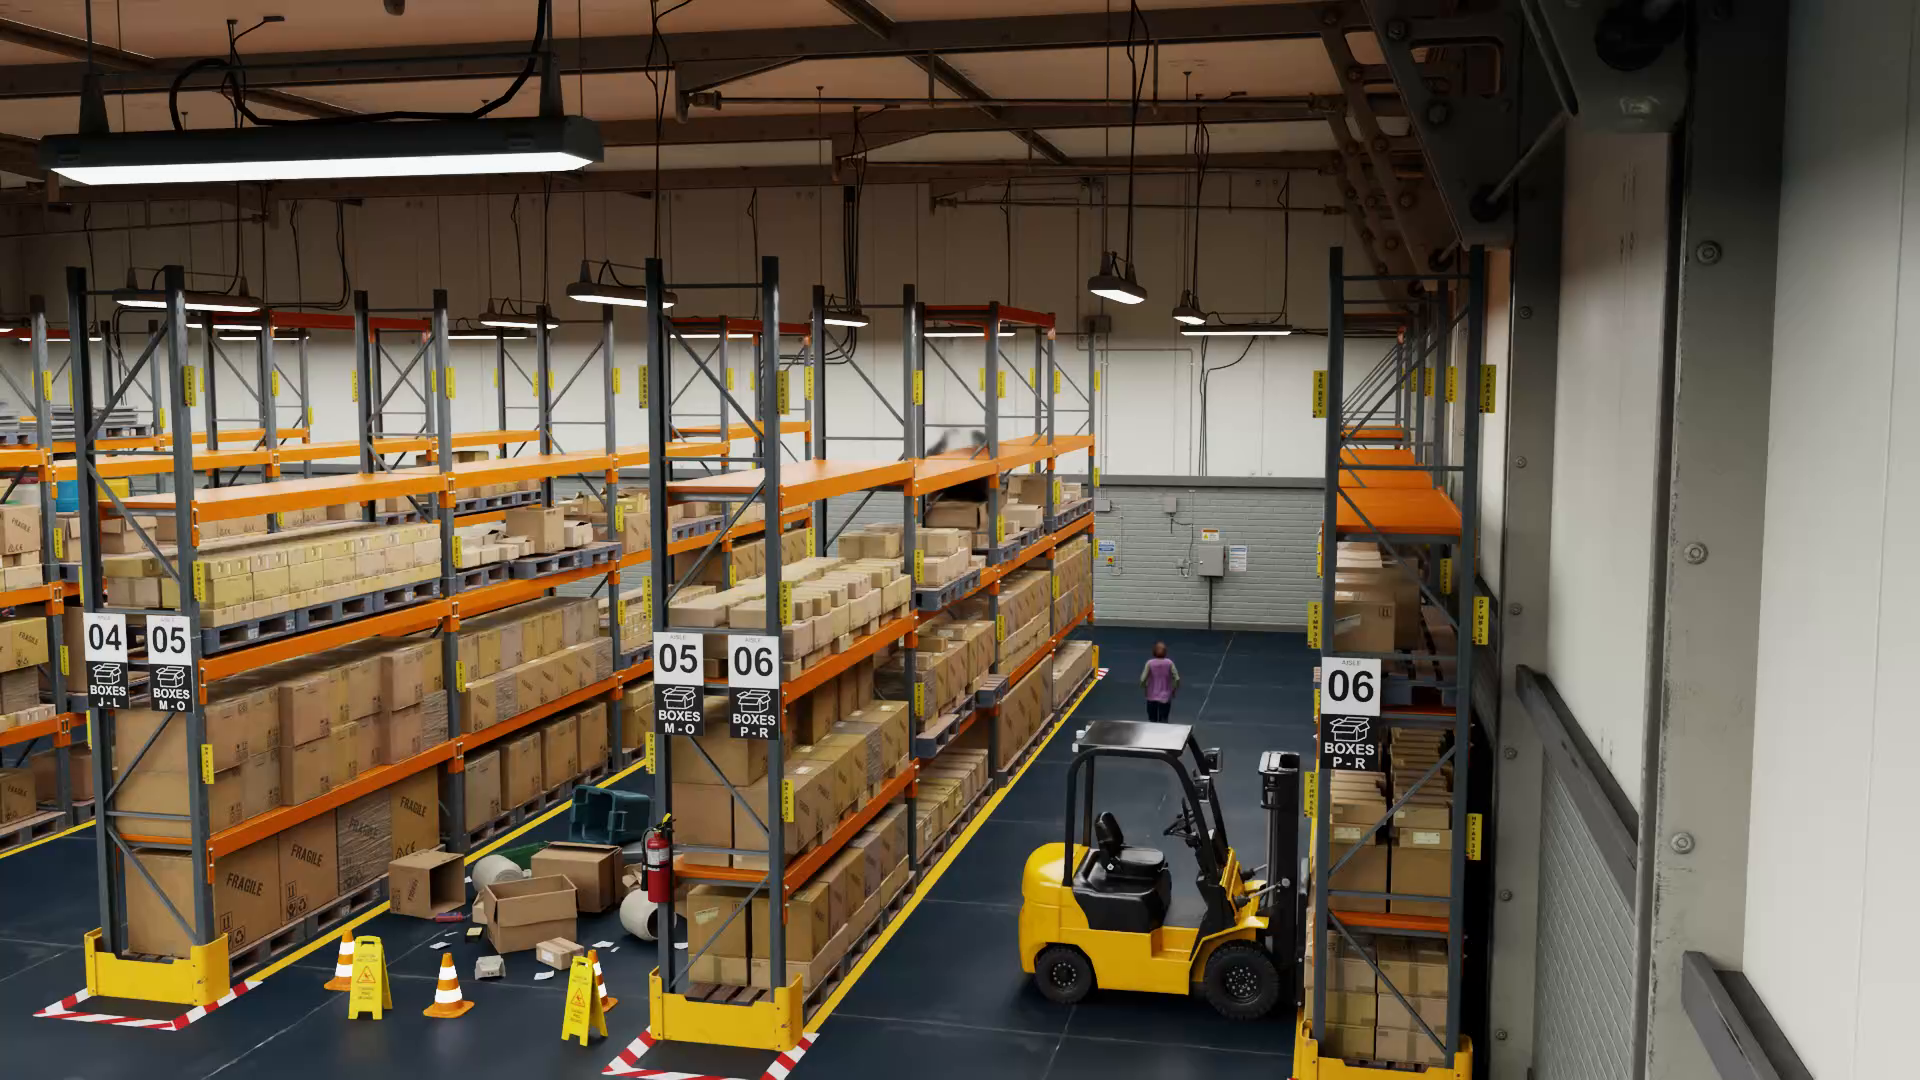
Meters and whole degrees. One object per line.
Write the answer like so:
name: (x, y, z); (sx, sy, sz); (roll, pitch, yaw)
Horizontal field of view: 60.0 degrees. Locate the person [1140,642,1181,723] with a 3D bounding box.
person: (2.662, 2.132, 22.199); (0.543, 1.559, 0.514); (0, 6, 0)
